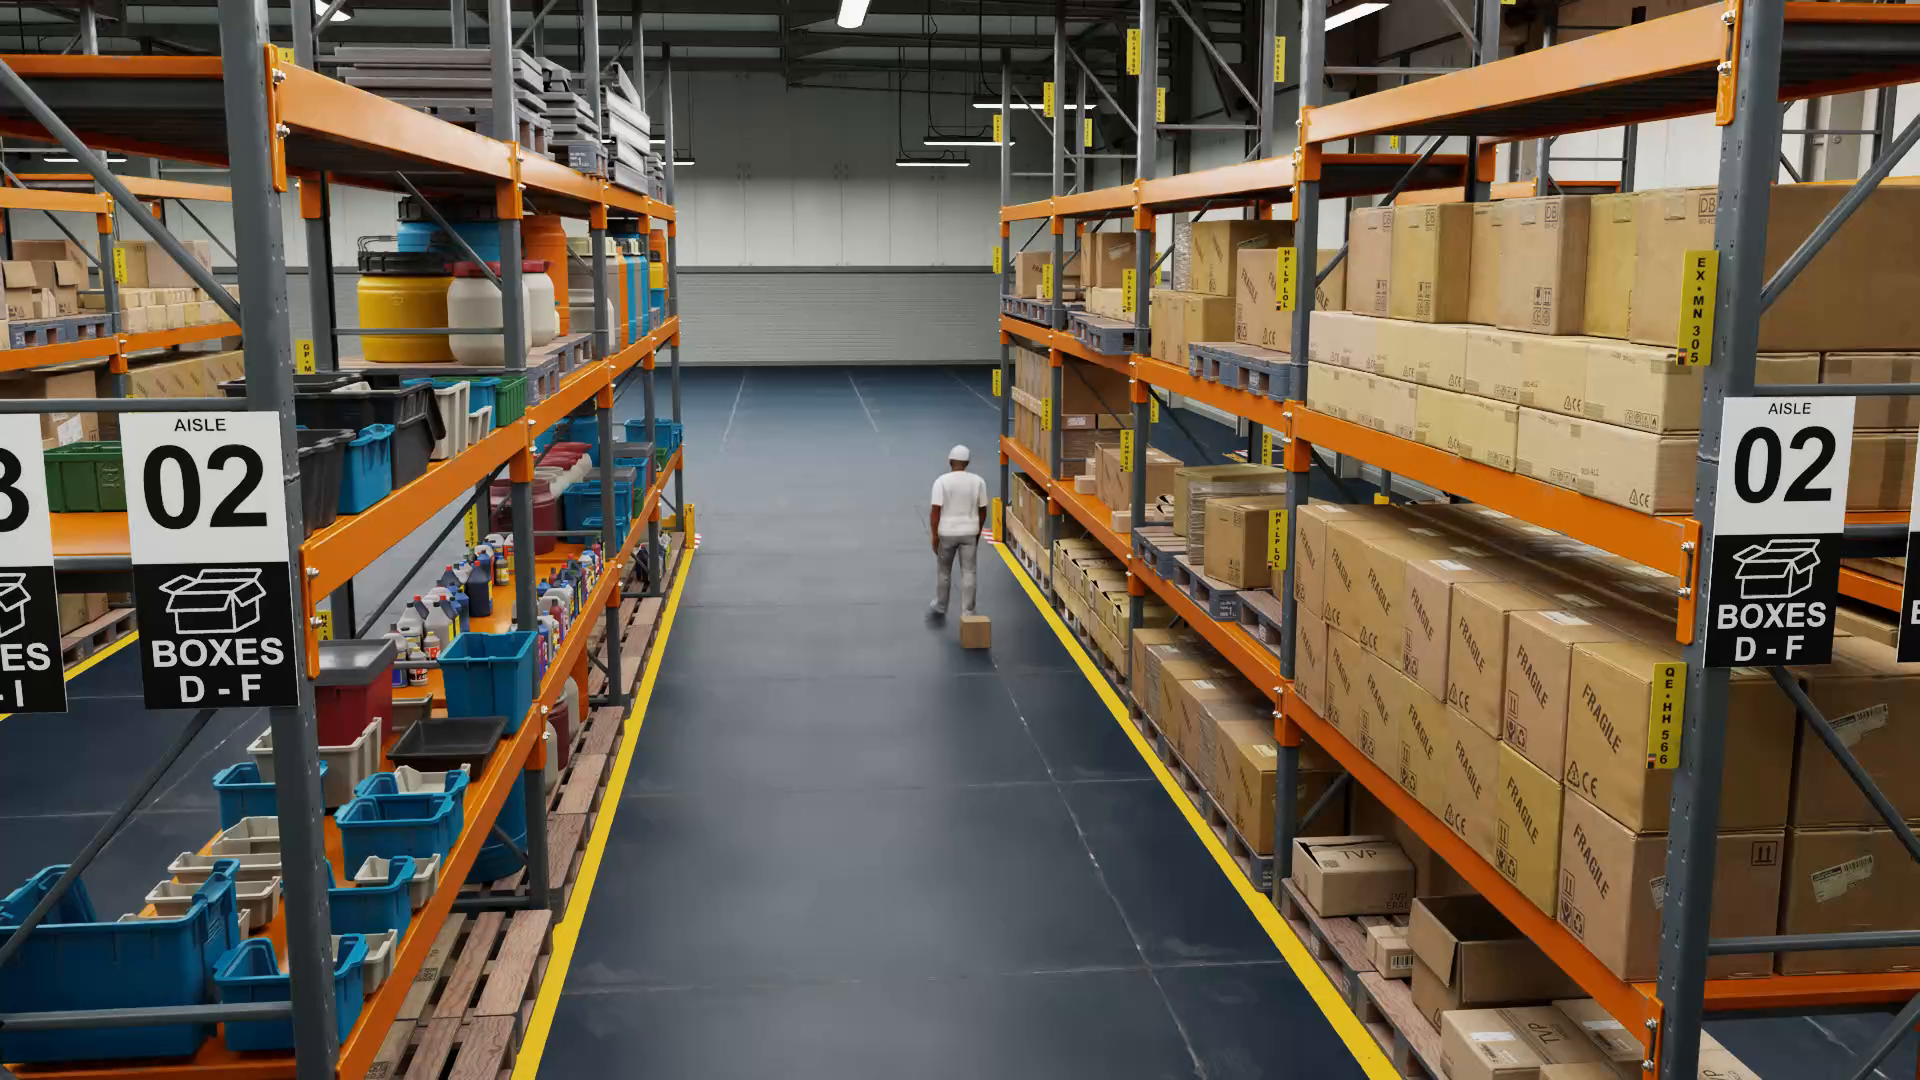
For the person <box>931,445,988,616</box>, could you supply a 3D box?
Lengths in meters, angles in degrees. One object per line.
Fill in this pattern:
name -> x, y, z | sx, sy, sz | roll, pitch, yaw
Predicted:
person -> -0.016, -0.077, 16.261 | 0.577, 1.712, 1.027 | -1, 10, -7
